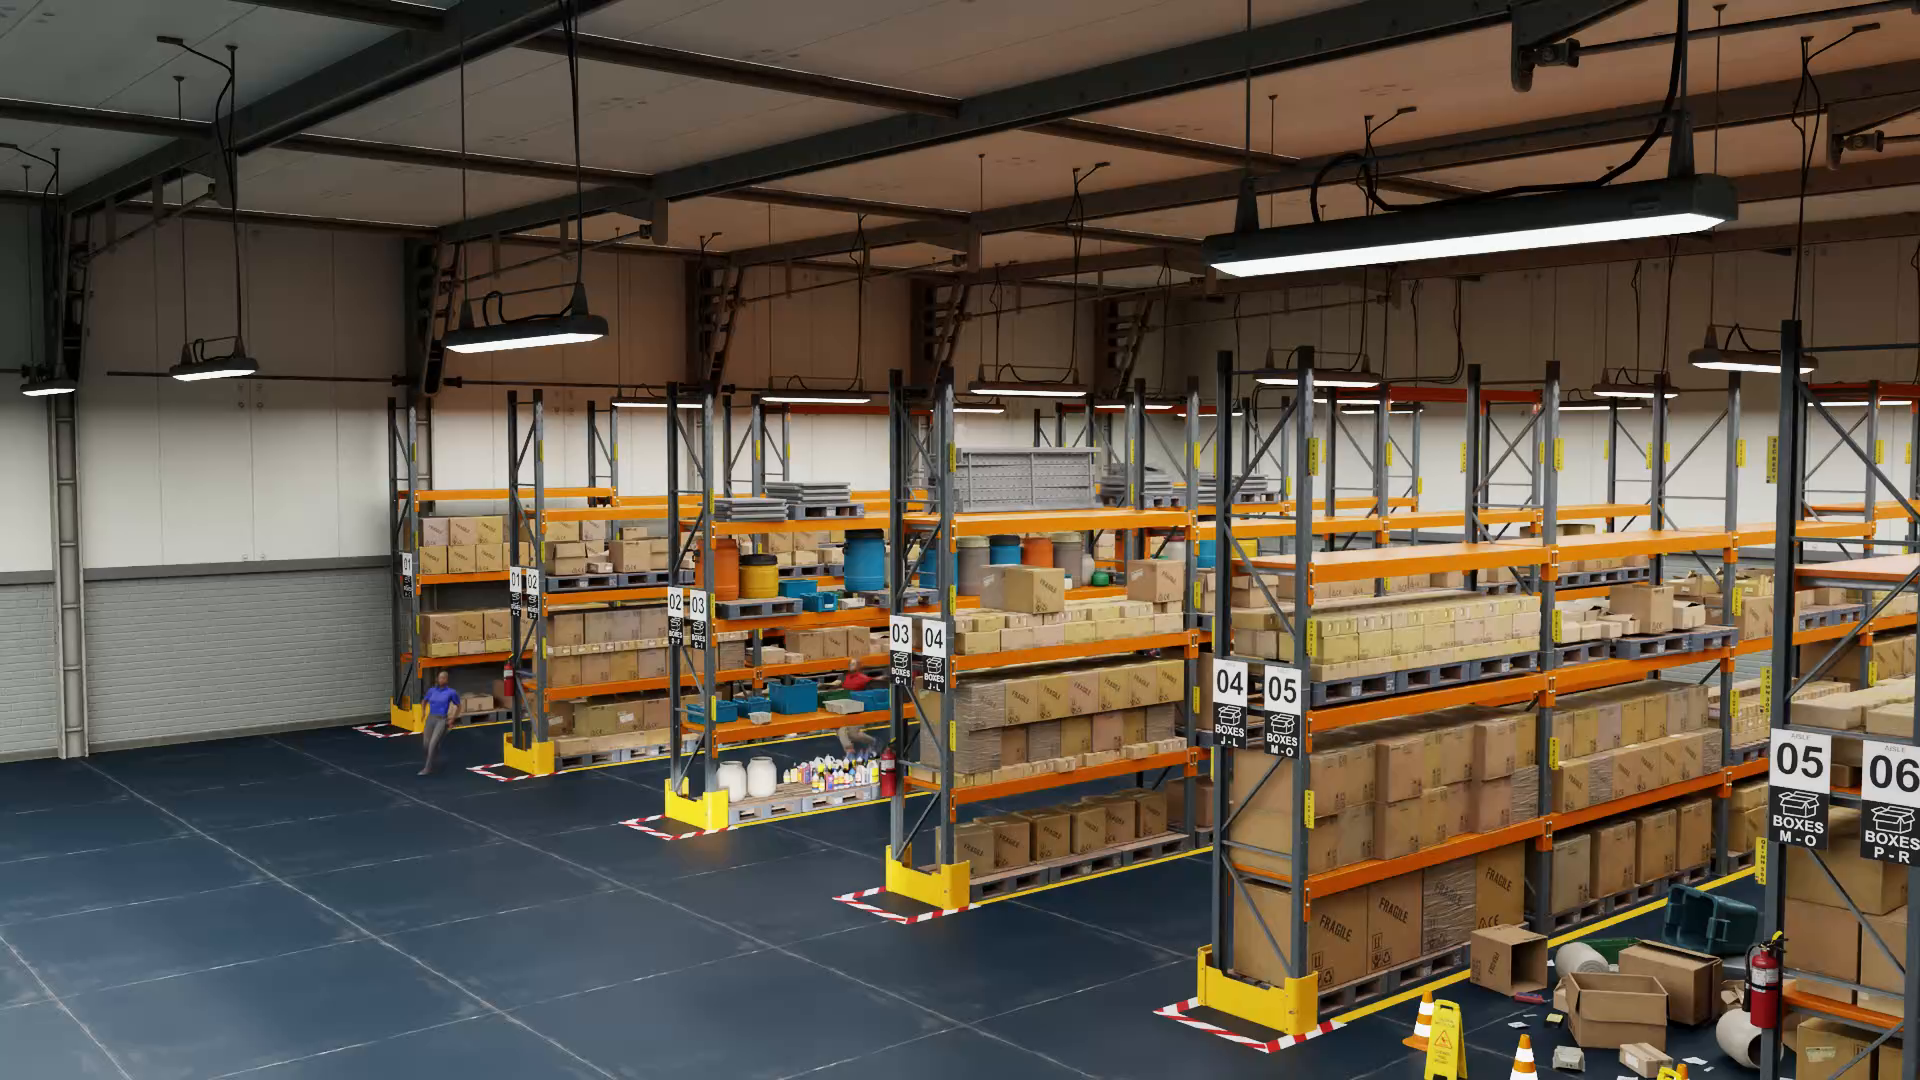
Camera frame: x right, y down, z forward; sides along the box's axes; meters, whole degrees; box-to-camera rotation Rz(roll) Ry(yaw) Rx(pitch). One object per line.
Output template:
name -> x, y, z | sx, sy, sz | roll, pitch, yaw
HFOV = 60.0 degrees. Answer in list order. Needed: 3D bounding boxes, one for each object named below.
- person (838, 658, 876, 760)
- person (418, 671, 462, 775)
person -> -1.721, 2.752, 26.950 | 0.664, 1.673, 0.581 | 3, 5, 43
person -> -8.139, 2.867, 26.074 | 0.632, 1.565, 0.638 | 0, 3, 2
